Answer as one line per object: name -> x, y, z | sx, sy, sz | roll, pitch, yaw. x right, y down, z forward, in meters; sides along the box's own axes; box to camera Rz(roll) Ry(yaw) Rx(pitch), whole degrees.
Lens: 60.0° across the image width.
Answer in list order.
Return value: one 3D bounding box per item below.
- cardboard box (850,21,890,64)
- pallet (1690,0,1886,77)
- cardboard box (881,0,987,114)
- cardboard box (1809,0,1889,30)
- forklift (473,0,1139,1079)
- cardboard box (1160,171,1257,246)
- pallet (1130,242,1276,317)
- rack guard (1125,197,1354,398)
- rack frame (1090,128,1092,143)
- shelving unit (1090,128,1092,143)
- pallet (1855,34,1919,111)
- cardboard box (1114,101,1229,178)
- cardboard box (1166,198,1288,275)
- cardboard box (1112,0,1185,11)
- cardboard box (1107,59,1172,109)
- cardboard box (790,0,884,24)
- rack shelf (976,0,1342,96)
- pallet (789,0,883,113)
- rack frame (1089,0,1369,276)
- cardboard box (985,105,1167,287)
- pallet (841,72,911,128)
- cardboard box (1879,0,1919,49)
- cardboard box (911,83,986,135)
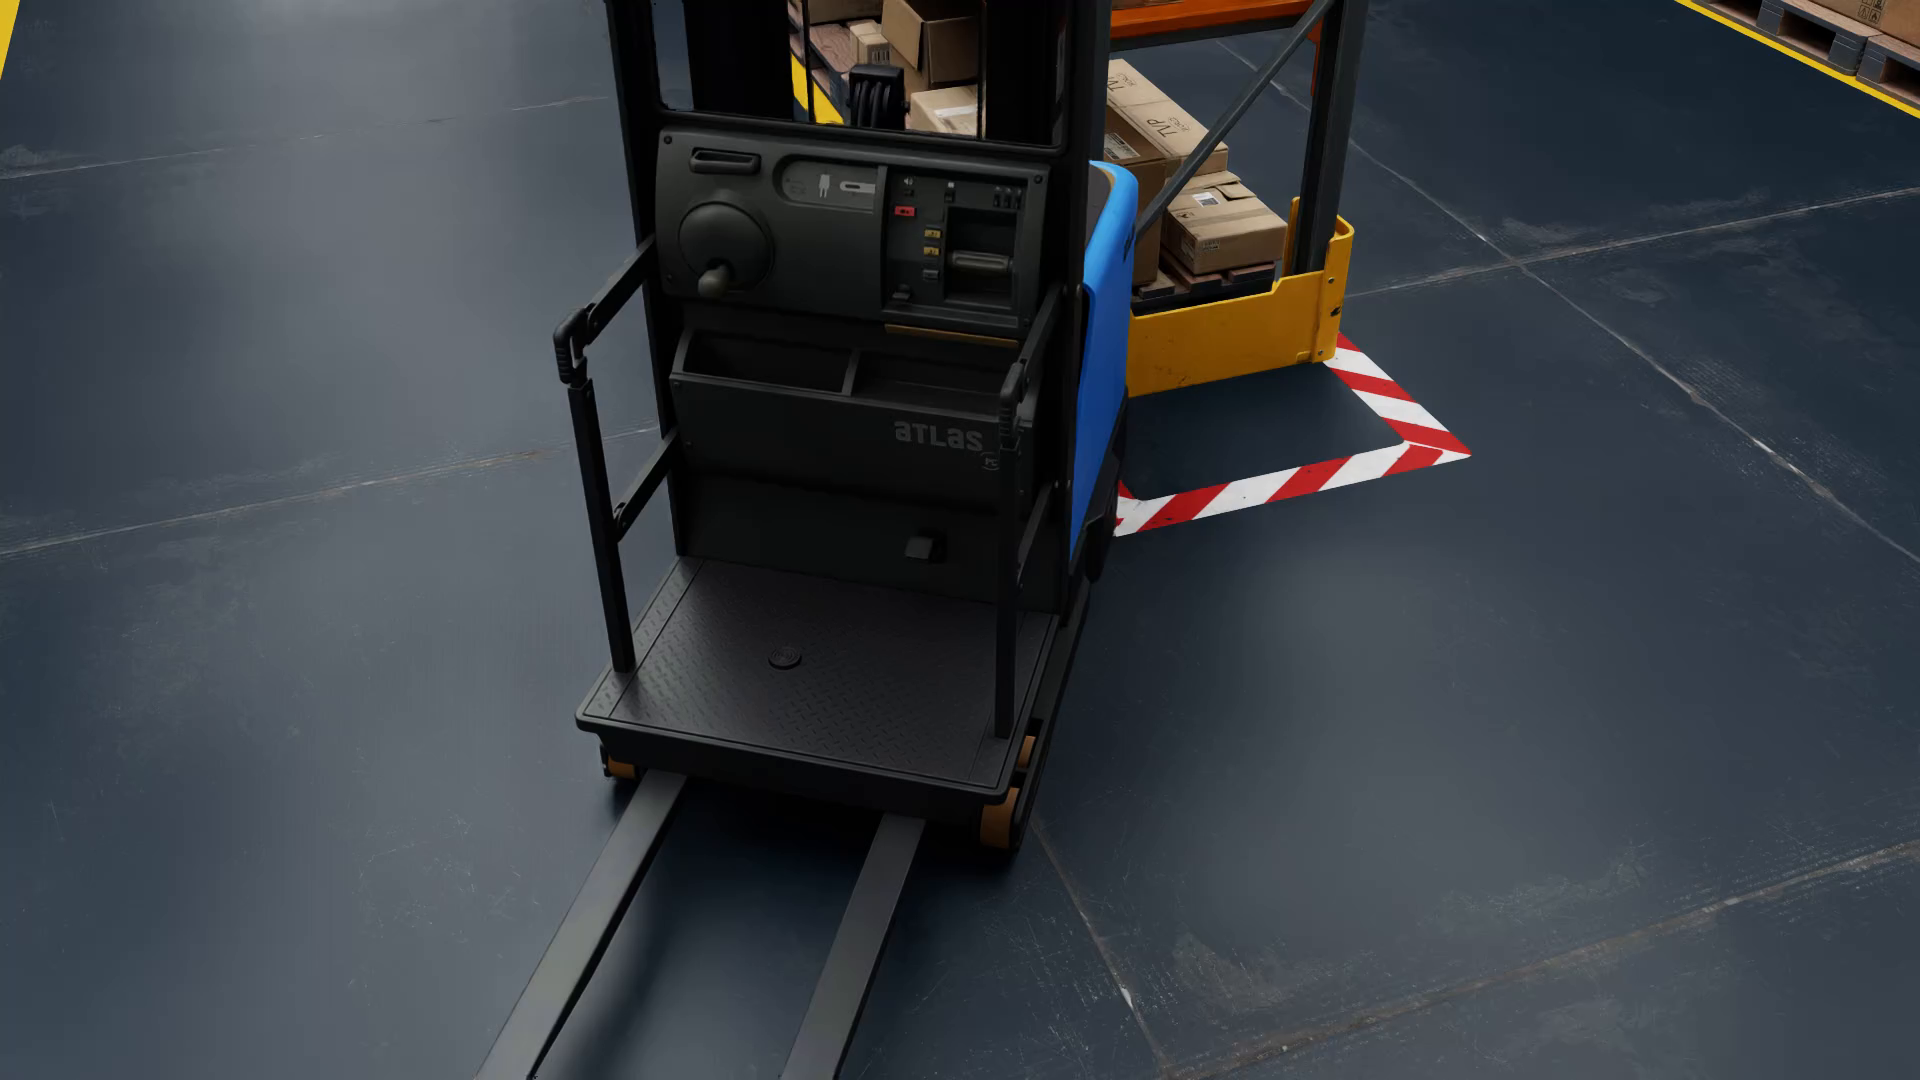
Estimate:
cardboard box -> -0.299, -2.341, 7.854 | 0.380, 0.166, 0.250 | -12, 39, -16
pallet -> 4.714, -2.843, 8.849 | 1.003, 0.211, 1.213 | -12, 39, -16
cardboard box -> 0.104, -2.184, 7.365 | 0.797, 0.503, 0.637 | -12, 39, -16
cardboard box -> 4.798, -2.944, 8.394 | 0.700, 0.500, 0.500 | -14, 39, -17
forklift -> -0.309, -0.646, 3.672 | 1.130, 2.935, 3.031 | 9, 38, 11
cardboard box -> 0.921, -1.299, 6.470 | 0.380, 0.166, 0.250 | -12, 39, -16
pallet -> 0.527, -1.185, 6.648 | 1.003, 0.211, 1.213 | -12, 39, -16
rack guard -> 0.803, -0.850, 5.963 | 1.175, 0.500, 0.348 | -12, 39, -16
rack frame -> 0.299, -0.884, 5.553 | 0.200, 1.050, 0.008 | 17, 36, 19
shelving unit -> 0.247, -0.825, 5.460 | 0.215, 1.050, 0.252 | 17, 36, 19
pallet -> 5.130, -2.155, 7.936 | 1.003, 0.211, 1.213 | -12, 39, -16
cardboard box -> 0.736, -1.532, 6.710 | 0.500, 0.250, 0.500 | -12, 39, -16
cardboard box -> 1.007, -1.151, 6.288 | 0.380, 0.149, 0.250 | -12, 39, -16
cardboard box -> 0.419, -2.042, 5.385 | 0.500, 0.500, 0.500 | -11, 38, -15
cardboard box -> 0.564, -1.814, 7.085 | 0.500, 0.250, 0.500 | -12, 39, -16
cardboard box -> -0.606, -2.885, 8.457 | 0.500, 0.311, 0.500 | -12, 39, -16
rack shelf -> 0.141, -2.648, 6.871 | 1.077, 0.370, 4.000 | -12, 39, -16
pallet -> -0.312, -2.563, 8.478 | 1.003, 0.211, 1.213 | -12, 39, -16
rack frame -> 0.829, -1.806, 5.154 | 1.000, 3.000, 0.127 | -12, 39, -16
cardboard box -> 0.410, -1.239, 6.114 | 0.500, 0.500, 0.500 | -12, 39, -16
pallet -> 0.111, -1.873, 7.562 | 1.003, 0.211, 1.213 | -12, 39, -16
cardboard box -> 4.972, -2.660, 8.017 | 0.700, 0.500, 0.500 | -13, 39, -16
cardboard box -> 0.112, -1.682, 6.910 | 0.500, 0.250, 0.500 | -12, 39, -16
